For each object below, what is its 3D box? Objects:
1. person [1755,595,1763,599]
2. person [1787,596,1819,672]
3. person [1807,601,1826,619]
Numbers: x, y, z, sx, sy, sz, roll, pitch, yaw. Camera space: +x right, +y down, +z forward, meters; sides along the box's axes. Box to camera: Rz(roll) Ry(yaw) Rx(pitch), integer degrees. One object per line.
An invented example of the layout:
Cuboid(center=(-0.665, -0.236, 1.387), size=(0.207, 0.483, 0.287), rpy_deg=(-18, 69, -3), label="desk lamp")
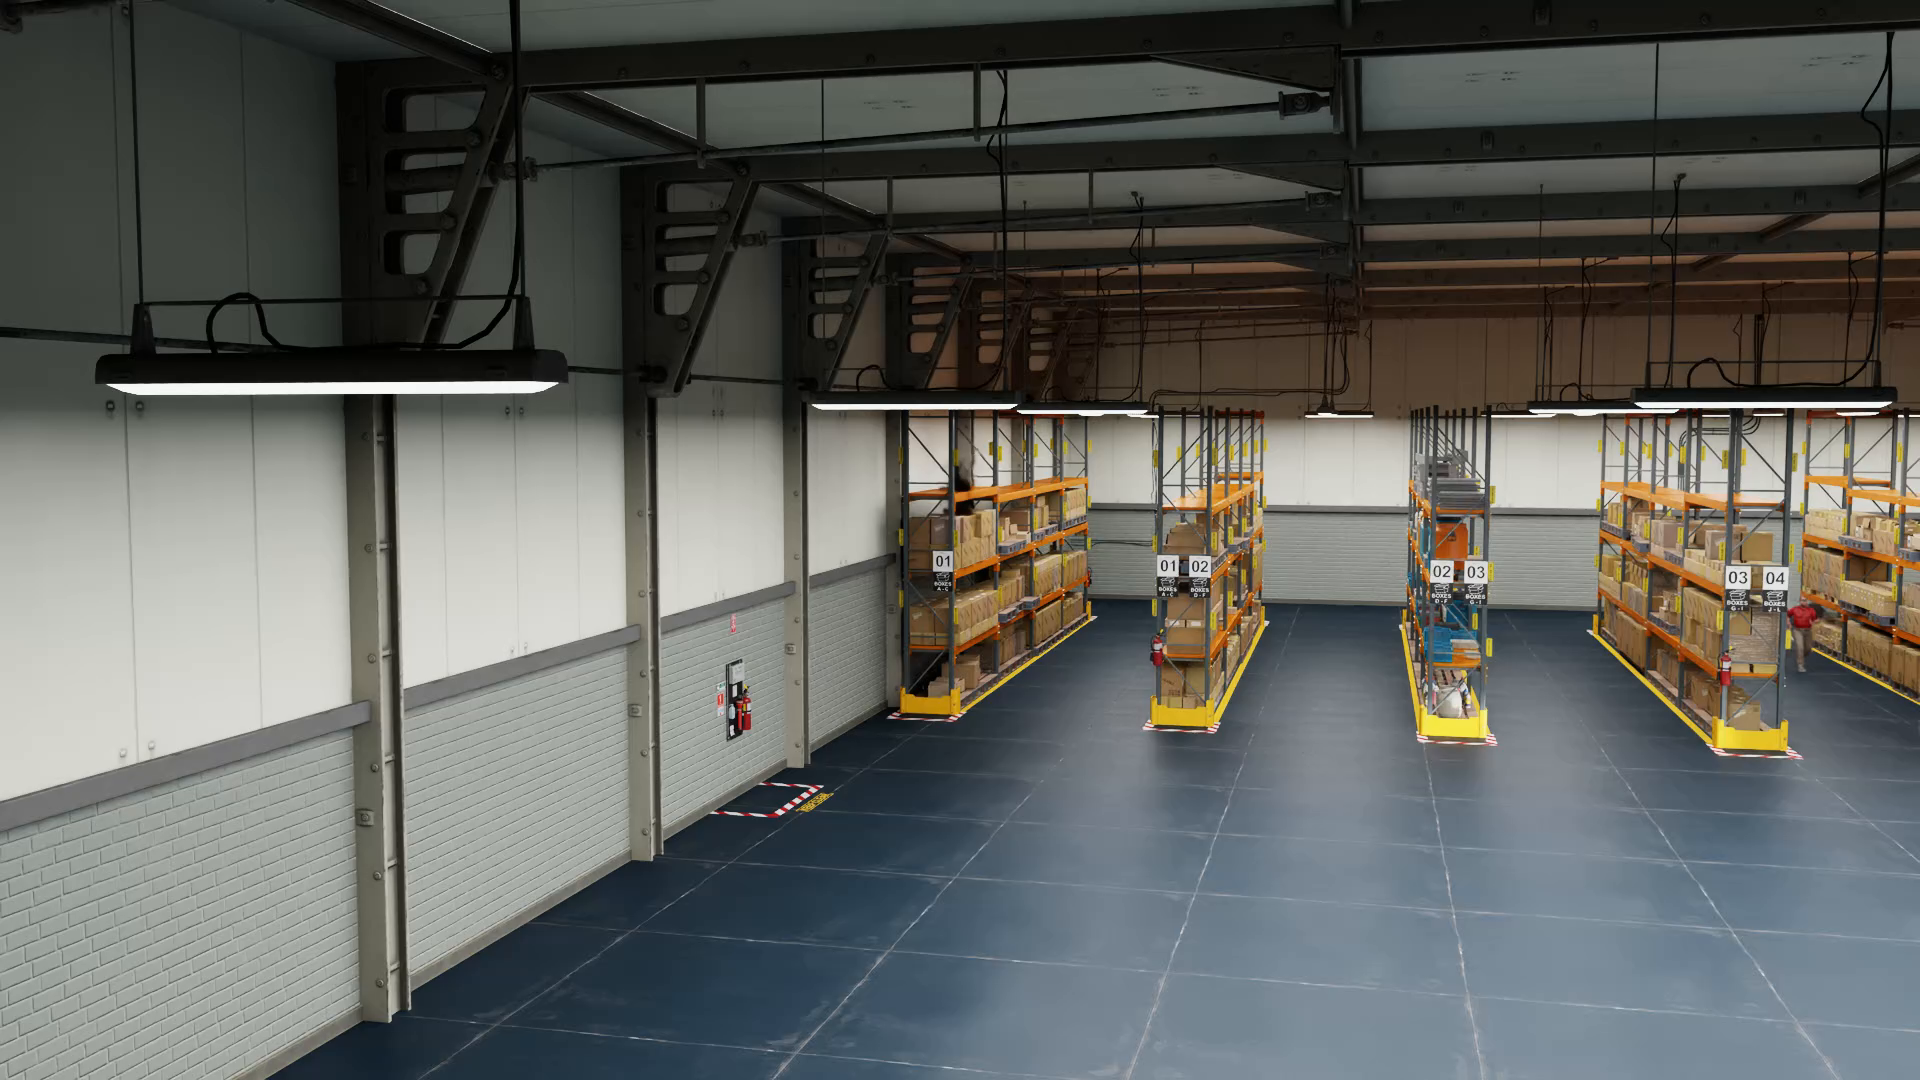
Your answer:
Cuboid(center=(20.409, 1.802, 42.792), size=(0.763, 1.701, 0.515), rpy_deg=(2, 5, 30), label="person")
Cuboid(center=(19.271, 2.131, 38.043), size=(0.673, 1.699, 0.944), rpy_deg=(1, 4, 13), label="person")
Cuboid(center=(22.905, 1.727, 44.398), size=(0.731, 1.660, 0.613), rpy_deg=(2, 4, 24), label="person")
